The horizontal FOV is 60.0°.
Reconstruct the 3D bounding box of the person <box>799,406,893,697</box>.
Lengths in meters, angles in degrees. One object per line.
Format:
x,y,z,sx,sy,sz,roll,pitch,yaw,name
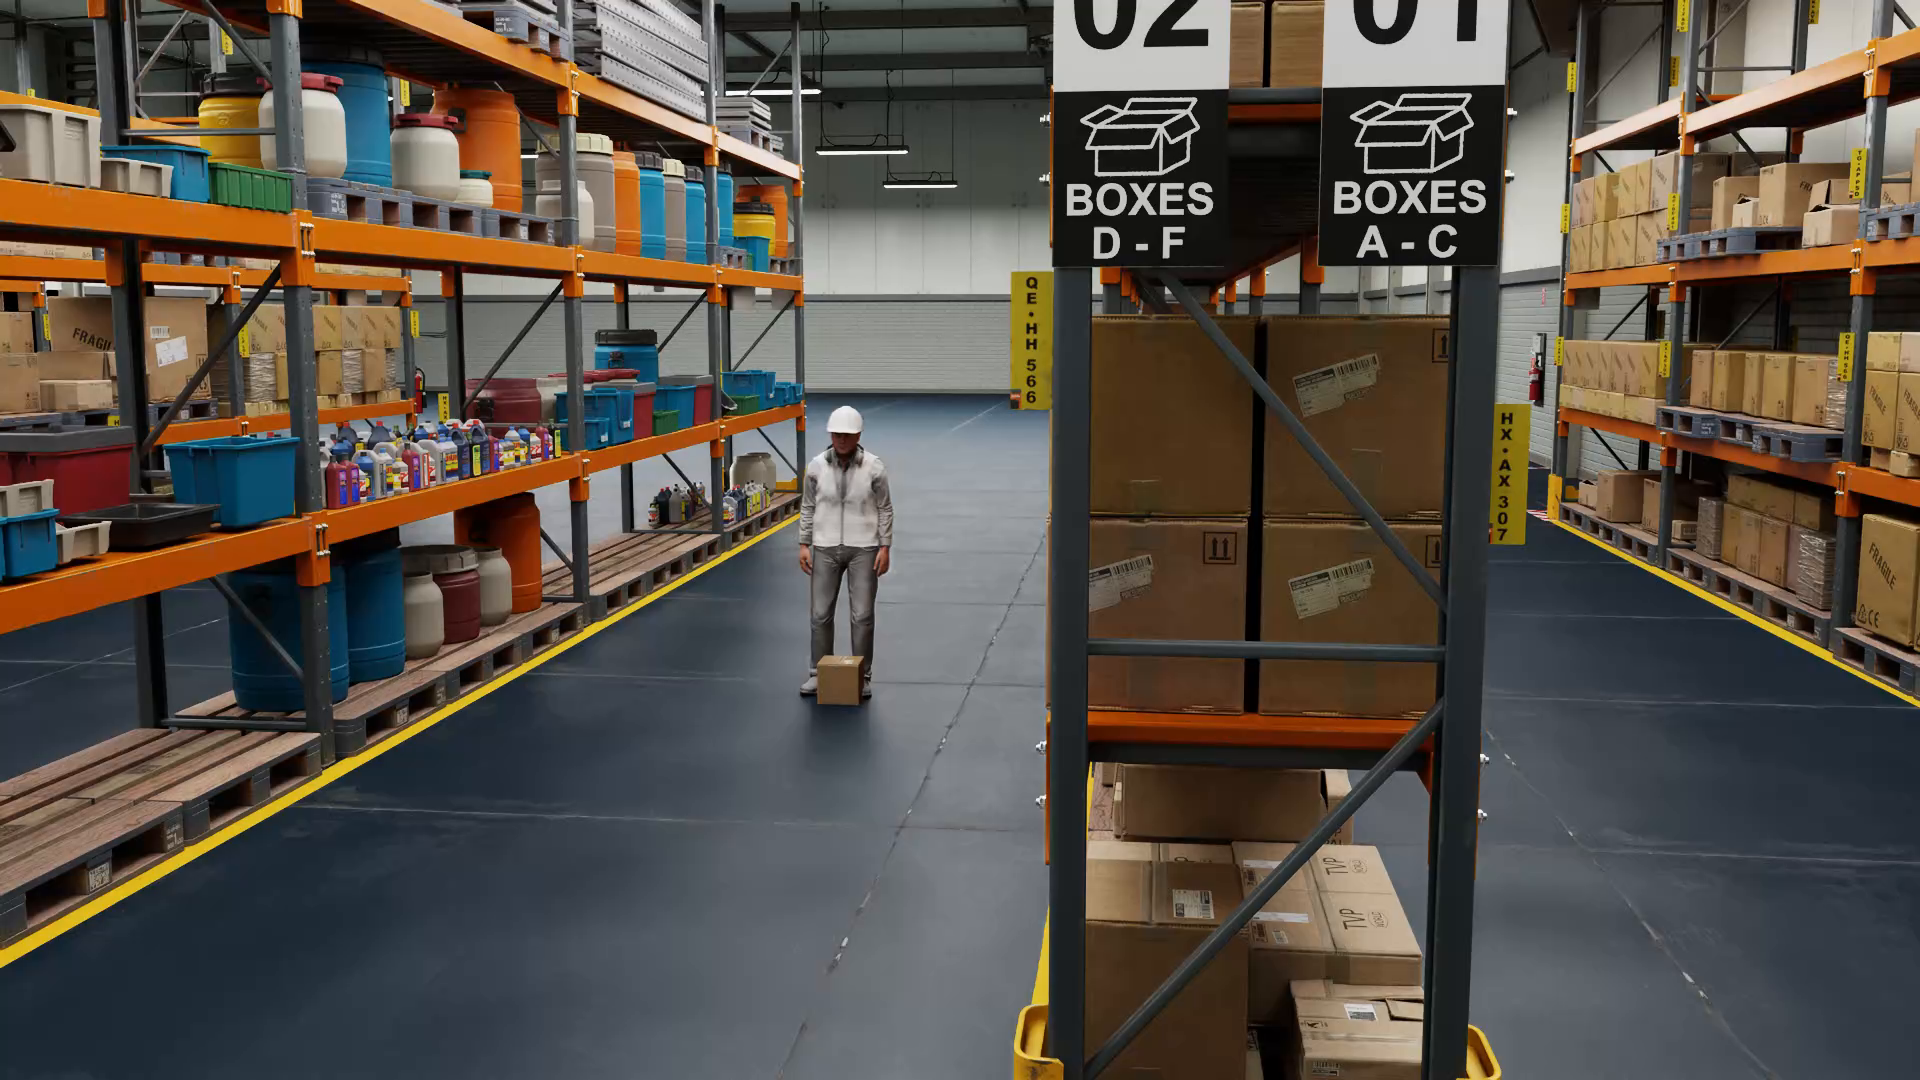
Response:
-0.703,0.061,10.222,0.580,1.772,0.461,1,8,6,person
